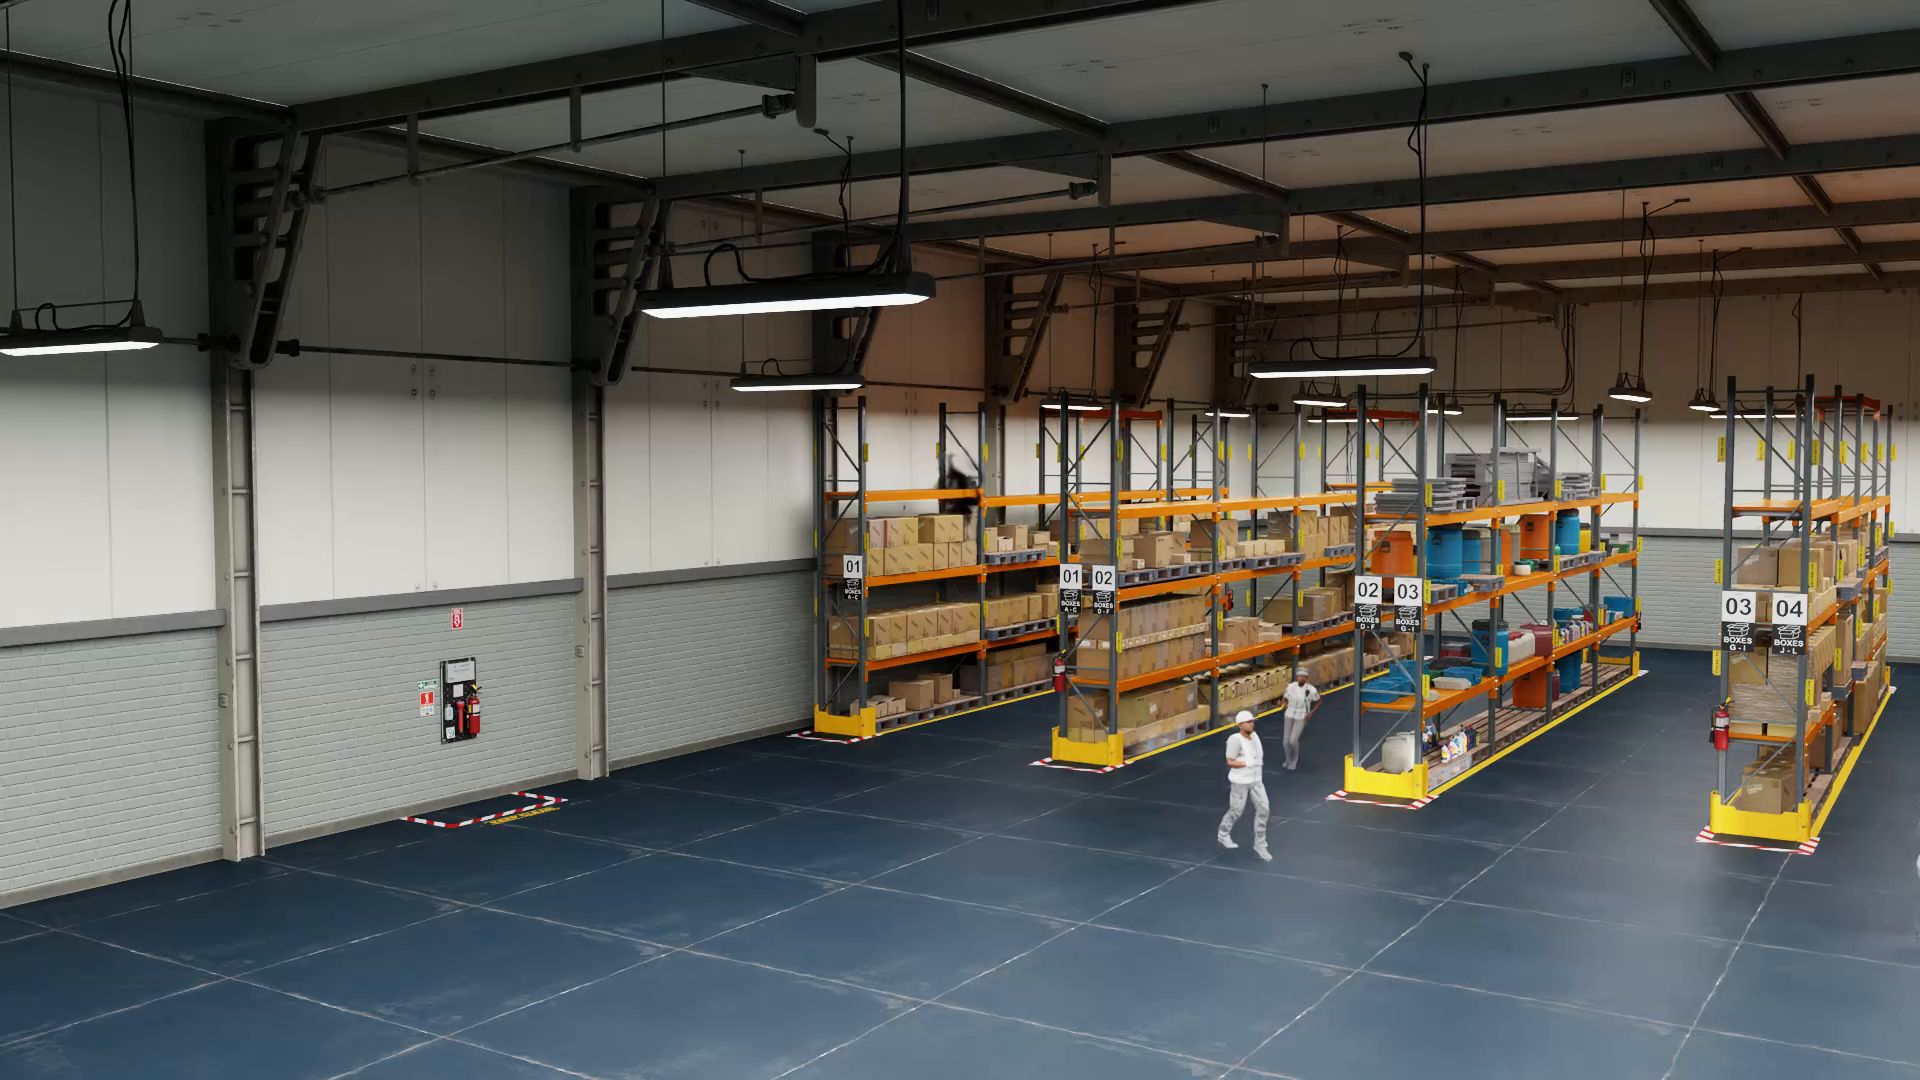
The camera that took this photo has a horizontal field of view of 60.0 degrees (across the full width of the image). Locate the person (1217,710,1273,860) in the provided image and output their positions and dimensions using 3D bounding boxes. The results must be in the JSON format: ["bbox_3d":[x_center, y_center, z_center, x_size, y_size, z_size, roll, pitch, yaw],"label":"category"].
[{"bbox_3d":[3.513,3.029,20.610,0.643,1.847,0.808,-2,4,-36],"label":"person"}]

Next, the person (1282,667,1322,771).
[{"bbox_3d":[5.314,2.814,26.114,0.593,1.666,0.619,2,4,33],"label":"person"}]
